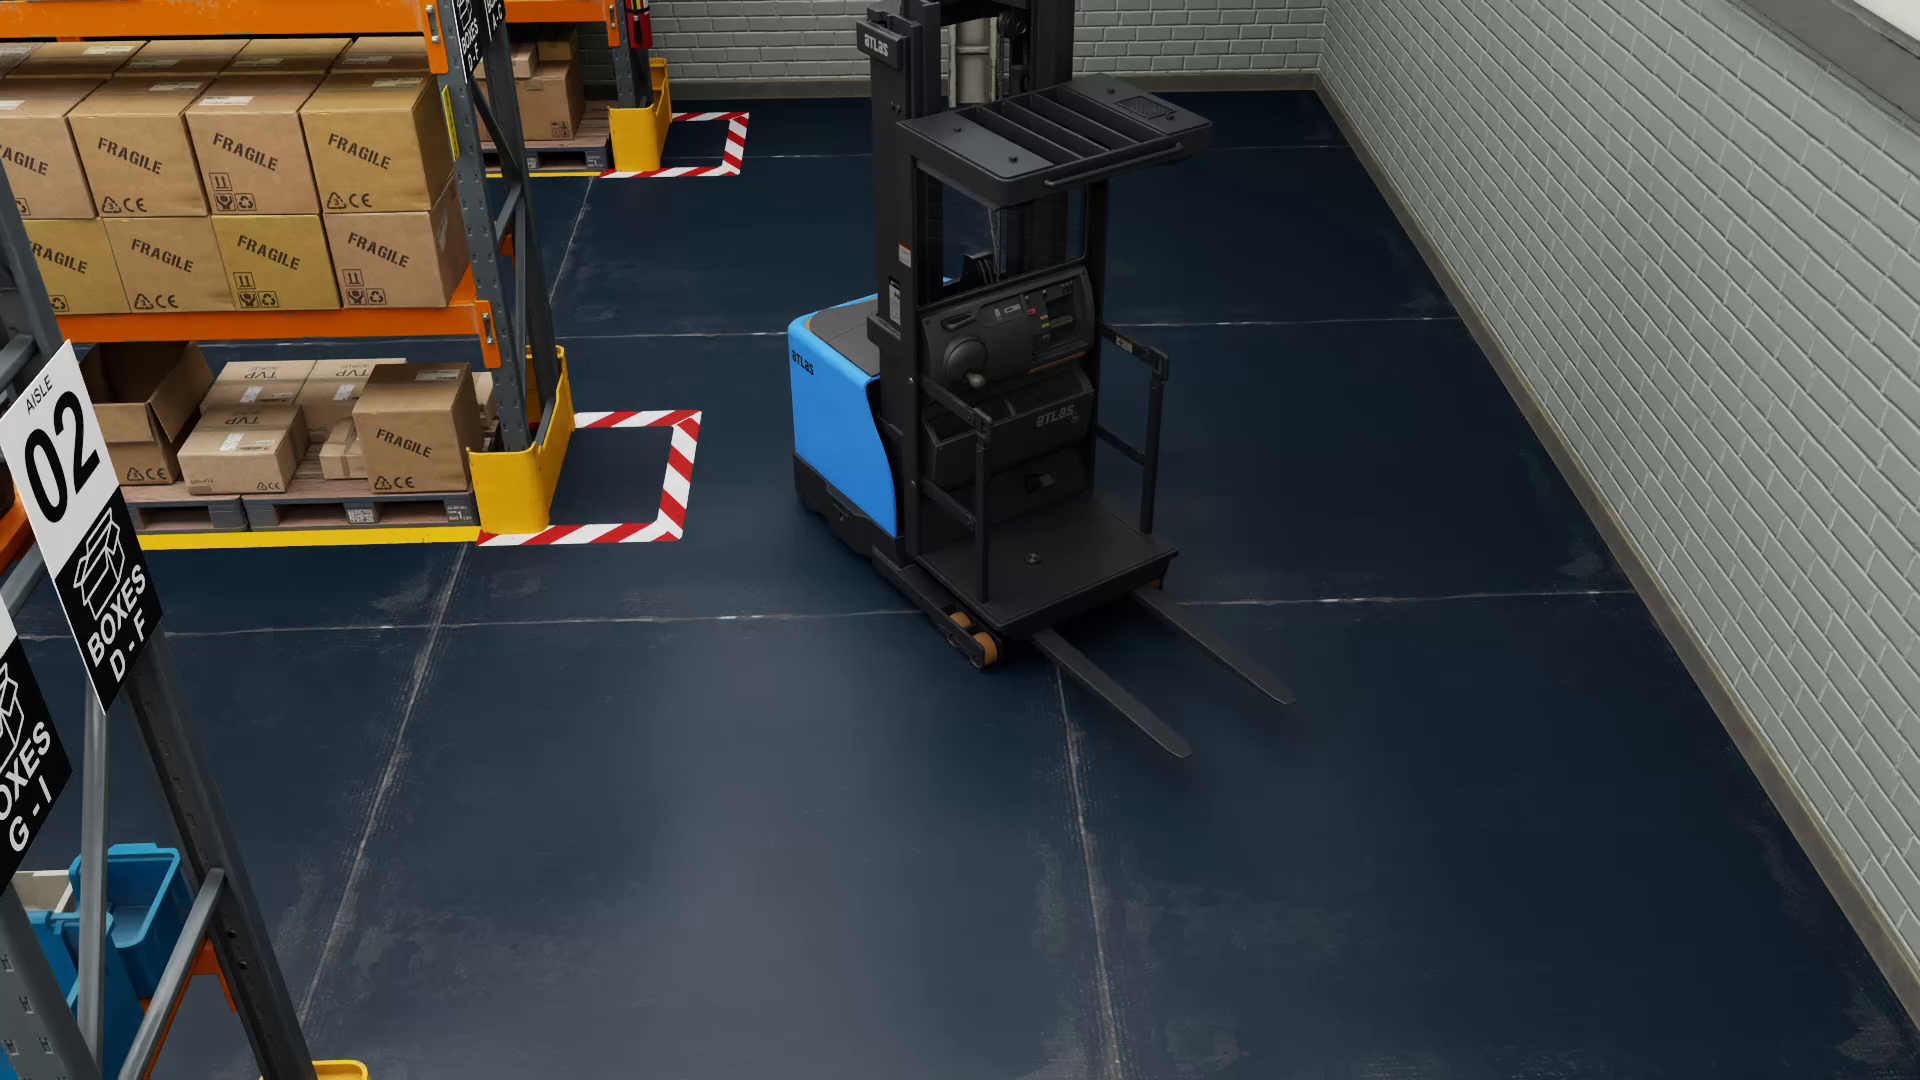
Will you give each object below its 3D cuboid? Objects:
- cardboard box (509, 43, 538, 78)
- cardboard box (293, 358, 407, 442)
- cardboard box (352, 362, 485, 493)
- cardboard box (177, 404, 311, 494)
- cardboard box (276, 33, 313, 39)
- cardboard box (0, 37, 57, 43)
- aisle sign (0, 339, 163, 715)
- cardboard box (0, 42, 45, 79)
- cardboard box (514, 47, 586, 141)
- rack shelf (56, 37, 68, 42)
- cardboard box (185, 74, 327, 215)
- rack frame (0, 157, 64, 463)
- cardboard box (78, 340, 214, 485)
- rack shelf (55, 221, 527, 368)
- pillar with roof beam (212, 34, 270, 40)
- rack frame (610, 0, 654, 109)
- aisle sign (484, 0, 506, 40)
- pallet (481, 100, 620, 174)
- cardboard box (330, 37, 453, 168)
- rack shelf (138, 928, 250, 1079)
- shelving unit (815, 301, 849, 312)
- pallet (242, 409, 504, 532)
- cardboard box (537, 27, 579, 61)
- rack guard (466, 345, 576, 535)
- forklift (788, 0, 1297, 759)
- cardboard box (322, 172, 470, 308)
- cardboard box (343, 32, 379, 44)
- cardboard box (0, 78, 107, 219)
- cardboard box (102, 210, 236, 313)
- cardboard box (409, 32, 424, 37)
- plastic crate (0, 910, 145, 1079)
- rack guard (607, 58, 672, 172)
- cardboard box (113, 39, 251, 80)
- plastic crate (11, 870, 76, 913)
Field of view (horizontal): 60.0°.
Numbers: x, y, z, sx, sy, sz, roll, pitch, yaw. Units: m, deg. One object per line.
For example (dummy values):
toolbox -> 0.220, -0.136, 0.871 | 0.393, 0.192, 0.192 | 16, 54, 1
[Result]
cardboard box -> -3.369, -3.643, 12.636 | 0.250, 0.149, 0.380 | -2, 35, -3
cardboard box -> -3.373, -0.782, 9.274 | 0.500, 0.250, 0.500 | -2, 35, -2
cardboard box -> -2.848, -0.597, 8.787 | 0.500, 0.500, 0.500 | -2, 35, -2
cardboard box -> -3.798, -0.486, 8.846 | 0.500, 0.250, 0.500 | -2, 35, -2
cardboard box -> -5.163, -3.812, 12.880 | 0.250, 0.149, 0.380 | -3, 35, -4
cardboard box -> -7.194, -3.504, 12.697 | 0.750, 0.750, 0.750 | -1, 35, -2
aisle sign -> -2.028, -0.023, 3.863 | 0.004, 0.787, 0.394 | -2, 35, -2
cardboard box -> -4.804, -2.133, 8.230 | 0.500, 0.500, 0.500 | -1, 35, -2
cardboard box -> -3.249, -3.484, 12.975 | 0.500, 0.500, 0.700 | -2, 35, -2
rack shelf -> -8.548, -3.957, 12.464 | 4.000, 0.370, 1.077 | -2, 35, -2
cardboard box -> -3.253, -1.869, 7.848 | 0.500, 0.500, 0.500 | -1, 35, -1
rack frame -> -2.086, -1.250, 2.649 | 0.127, 3.000, 1.000 | -2, 35, -2
cardboard box -> -4.436, -0.699, 8.931 | 0.637, 0.503, 0.797 | -2, 35, -2
rack shelf -> -4.314, -1.249, 8.551 | 4.000, 0.370, 1.077 | -2, 35, -2
pillar with roof beam -> -5.688, -4.837, 7.832 | 0.400, 9.000, 9.100 | -2, 35, -2
rack frame -> -2.555, -4.415, 12.493 | 0.127, 3.000, 1.000 | -2, 35, -2
aisle sign -> -2.262, -2.837, 7.928 | 0.004, 0.787, 0.394 | -2, 35, -2
pallet -> -3.350, -3.202, 13.191 | 1.213, 0.211, 1.003 | -2, 35, -2
cardboard box -> -2.772, -2.189, 8.311 | 0.500, 0.500, 0.500 | -1, 35, -1
rack shelf -> -4.084, 1.567, 4.483 | 4.000, 0.370, 1.077 | -2, 35, -2
shelving unit -> -0.627, -0.843, 9.178 | 0.210, 0.900, 0.258 | -22, 40, -28
pallet -> -3.189, -0.428, 9.183 | 1.213, 0.211, 1.003 | -2, 35, -2
cardboard box -> -3.134, -3.867, 12.960 | 0.250, 0.149, 0.380 | -1, 35, -2
rack guard -> -2.393, -0.569, 9.133 | 0.348, 0.500, 1.175 | -2, 35, -2
forklift -> 0.354, -0.914, 7.495 | 1.130, 2.935, 3.031 | -22, 40, -28
cardboard box -> -2.751, -1.473, 8.155 | 0.500, 0.500, 0.500 | -1, 35, -1
cardboard box -> -4.653, -3.826, 12.900 | 0.250, 0.149, 0.380 | -2, 35, -3
cardboard box -> -4.284, -1.838, 7.804 | 0.500, 0.500, 0.500 | -1, 35, -1
cardboard box -> -3.768, -1.447, 8.117 | 0.500, 0.500, 0.500 | -1, 35, -2
cardboard box -> -4.144, -3.840, 12.920 | 0.250, 0.149, 0.380 | -1, 35, -2
plastic crate -> -2.412, 1.293, 4.162 | 0.499, 0.435, 0.616 | -2, 35, -2
rack guard -> -2.531, -3.387, 13.205 | 0.348, 0.500, 1.175 | -2, 35, -2
cardboard box -> -3.794, -2.160, 8.269 | 0.500, 0.500, 0.500 | -1, 35, -2
plastic crate -> -2.672, 1.082, 4.730 | 0.298, 0.136, 0.250 | -2, 35, -2
